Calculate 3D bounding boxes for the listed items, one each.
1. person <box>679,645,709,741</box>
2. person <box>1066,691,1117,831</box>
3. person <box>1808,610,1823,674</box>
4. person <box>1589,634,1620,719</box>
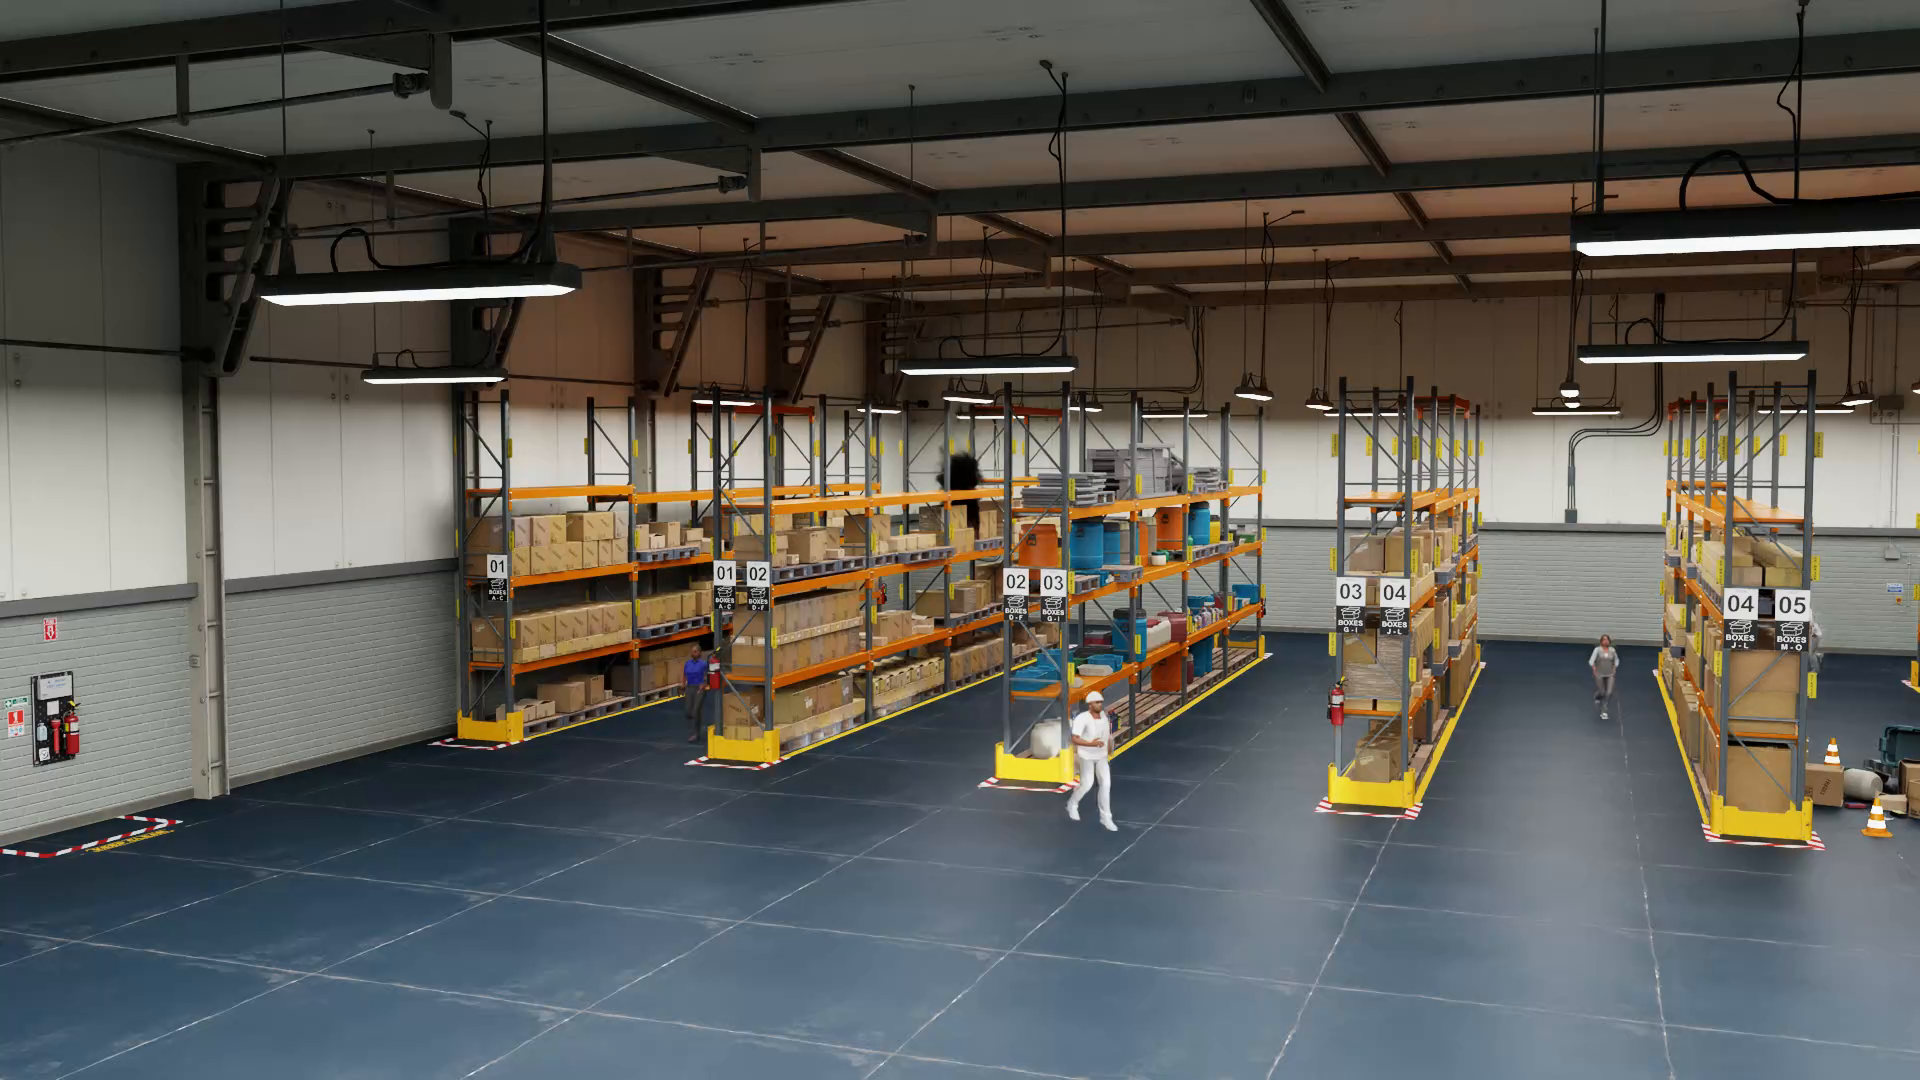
[{"bbox_3d":[-4.533,2.620,28.705,0.585,1.610,0.571,1,3,16],"label":"person"},{"bbox_3d":[1.755,2.901,22.050,0.722,1.808,0.838,-2,4,-35],"label":"person"},{"bbox_3d":[18.762,2.137,36.858,0.734,1.703,0.650,1,3,11],"label":"person"},{"bbox_3d":[11.988,2.529,30.937,0.537,1.561,0.589,1,3,10],"label":"person"}]
